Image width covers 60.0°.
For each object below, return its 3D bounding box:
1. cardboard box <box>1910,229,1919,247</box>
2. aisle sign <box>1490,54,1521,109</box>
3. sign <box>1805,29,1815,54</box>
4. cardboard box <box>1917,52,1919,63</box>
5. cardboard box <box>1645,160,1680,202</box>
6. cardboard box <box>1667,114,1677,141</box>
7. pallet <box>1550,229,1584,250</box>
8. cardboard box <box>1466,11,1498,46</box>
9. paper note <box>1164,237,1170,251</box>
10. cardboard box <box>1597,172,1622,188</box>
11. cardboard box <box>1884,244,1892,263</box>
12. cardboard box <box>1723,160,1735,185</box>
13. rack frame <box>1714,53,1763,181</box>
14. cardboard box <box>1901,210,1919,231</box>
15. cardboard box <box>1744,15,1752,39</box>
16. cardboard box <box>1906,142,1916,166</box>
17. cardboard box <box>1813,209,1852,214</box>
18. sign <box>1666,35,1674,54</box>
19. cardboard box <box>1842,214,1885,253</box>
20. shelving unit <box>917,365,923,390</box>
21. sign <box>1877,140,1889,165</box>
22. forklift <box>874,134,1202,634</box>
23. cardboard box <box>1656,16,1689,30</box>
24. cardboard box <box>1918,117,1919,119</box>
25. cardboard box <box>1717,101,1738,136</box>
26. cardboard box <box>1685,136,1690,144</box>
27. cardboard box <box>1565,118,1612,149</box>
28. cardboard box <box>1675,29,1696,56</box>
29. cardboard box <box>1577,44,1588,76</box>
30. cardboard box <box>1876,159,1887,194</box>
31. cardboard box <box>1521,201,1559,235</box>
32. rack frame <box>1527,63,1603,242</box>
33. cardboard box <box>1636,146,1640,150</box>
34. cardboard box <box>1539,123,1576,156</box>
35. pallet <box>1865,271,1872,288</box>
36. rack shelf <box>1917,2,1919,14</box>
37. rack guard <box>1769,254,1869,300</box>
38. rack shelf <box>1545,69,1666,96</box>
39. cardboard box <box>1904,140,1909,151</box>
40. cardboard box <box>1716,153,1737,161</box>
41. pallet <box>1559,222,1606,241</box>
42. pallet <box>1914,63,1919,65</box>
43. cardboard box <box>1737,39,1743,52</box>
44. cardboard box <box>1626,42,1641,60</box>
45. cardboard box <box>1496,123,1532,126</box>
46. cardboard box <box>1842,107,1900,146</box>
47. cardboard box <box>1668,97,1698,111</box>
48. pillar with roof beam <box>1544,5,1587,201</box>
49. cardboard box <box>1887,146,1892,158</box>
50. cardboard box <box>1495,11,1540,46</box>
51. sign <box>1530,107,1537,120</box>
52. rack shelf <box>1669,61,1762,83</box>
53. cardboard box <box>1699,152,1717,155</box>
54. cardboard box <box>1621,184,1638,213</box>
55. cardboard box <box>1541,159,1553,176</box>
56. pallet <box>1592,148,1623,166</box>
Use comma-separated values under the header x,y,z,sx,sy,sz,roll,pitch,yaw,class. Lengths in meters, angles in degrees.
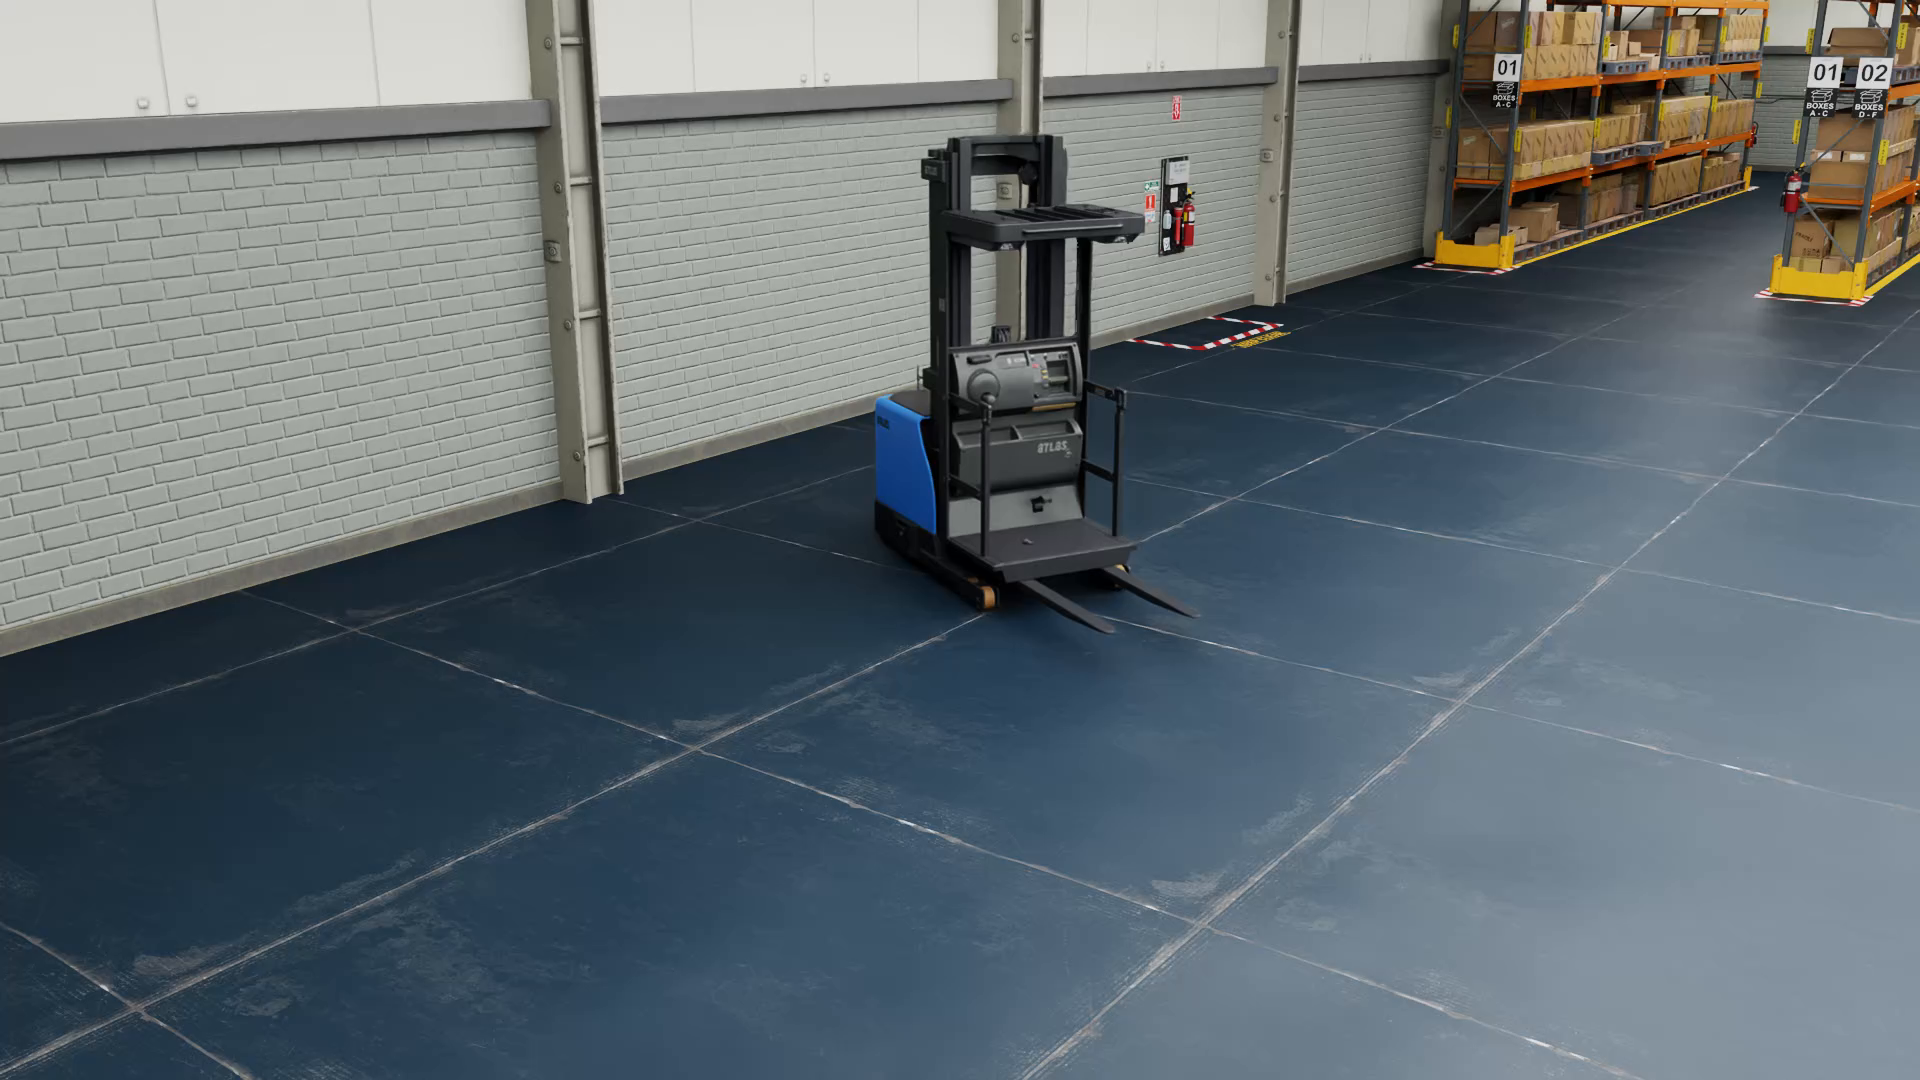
x,y,z,sx,sy,sz,roll,pitch,yaw,class
15.155,-4.898,26.887,0.500,0.250,0.500,13,22,36,cardboard box
8.244,-6.930,25.118,0.394,0.787,0.004,12,21,35,aisle sign
11.599,-6.801,22.669,0.100,0.325,0.005,12,21,35,sign
13.911,-7.081,24.410,0.380,0.149,0.250,12,21,35,cardboard box
13.883,-7.197,33.280,0.750,0.750,0.750,12,21,34,cardboard box
13.627,-8.057,32.427,0.500,0.500,0.500,13,22,36,cardboard box
10.057,-5.213,28.676,1.003,0.211,1.213,12,21,35,pallet
8.093,-7.875,25.598,0.500,0.500,0.500,14,22,37,cardboard box
2.529,-3.617,20.317,0.016,0.148,0.142,12,21,35,paper note
12.035,-6.733,31.076,0.500,0.250,0.500,13,21,36,cardboard box
13.717,-4.336,25.077,0.500,0.250,0.500,12,21,35,cardboard box
16.944,-8.273,37.332,0.700,0.500,0.500,12,21,35,cardboard box
17.579,-9.569,38.001,1.000,3.000,0.127,12,21,35,rack frame
15.159,-5.165,26.800,0.500,0.311,0.500,12,21,34,cardboard box
16.751,-11.071,35.891,0.500,0.500,0.500,11,21,32,cardboard box
15.194,-6.190,26.951,0.500,0.500,0.500,14,22,39,cardboard box
12.990,-4.670,24.887,0.500,0.500,0.500,12,21,35,cardboard box
13.247,-9.247,31.034,0.100,0.325,0.005,12,21,35,sign
13.109,-4.459,24.208,0.500,0.500,0.500,12,21,35,cardboard box
-0.184,-0.715,12.521,0.189,1.200,0.258,-8,19,-25,shelving unit
12.469,-5.236,22.453,0.100,0.325,0.005,12,21,35,sign
0.483,-1.088,10.806,1.130,2.935,3.031,-8,19,-25,forklift
14.249,-10.345,33.265,0.500,0.250,0.500,12,21,33,cardboard box
17.776,-7.392,30.112,0.500,0.500,0.700,-15,23,-40,cardboard box
16.397,-9.234,36.416,0.980,0.700,0.700,11,20,32,cardboard box
14.591,-8.138,33.782,0.380,0.149,0.250,12,21,35,cardboard box
11.099,-7.216,29.513,0.700,0.500,0.500,15,23,40,cardboard box
14.304,-9.973,33.332,0.700,0.500,0.500,12,21,34,cardboard box
10.015,-7.919,27.426,0.500,0.500,0.500,10,20,30,cardboard box
12.924,-5.284,24.033,0.700,0.500,0.500,13,21,35,cardboard box
9.843,-5.473,28.284,0.500,0.500,0.500,11,20,31,cardboard box
10.429,-6.711,28.798,1.000,3.000,0.127,12,21,35,rack frame
13.195,-7.591,32.020,0.380,0.149,0.250,12,21,34,cardboard box
9.794,-6.602,27.401,0.500,0.500,0.500,12,21,33,cardboard box
12.448,-3.742,23.938,1.003,0.211,1.213,12,21,35,pallet
17.985,-9.596,29.860,1.077,0.370,4.000,12,21,35,rack shelf
12.012,-3.685,23.266,1.175,0.500,0.348,12,21,35,rack guard
11.621,-8.277,29.993,1.077,0.370,4.000,12,21,35,rack shelf
14.117,-5.970,25.149,0.380,0.149,0.250,12,21,33,cardboard box
17.161,-8.578,37.221,0.380,0.149,0.250,13,22,36,cardboard box
10.892,-5.565,29.809,1.003,0.211,1.213,12,21,35,pallet
13.922,-7.019,24.881,1.003,0.211,1.213,12,21,35,pallet
16.434,-10.586,35.594,0.500,0.250,0.500,12,21,33,cardboard box
11.966,-8.863,30.461,0.797,0.503,0.637,16,24,42,cardboard box
9.068,-6.566,27.286,0.500,0.500,0.500,13,21,35,cardboard box
13.253,-6.039,24.276,0.700,0.500,0.500,12,21,35,cardboard box
14.507,-8.776,33.479,0.500,0.250,0.500,13,21,36,cardboard box
14.801,-9.612,28.021,9.100,9.000,0.400,12,21,35,pillar with roof beam
13.199,-5.604,23.970,0.380,0.149,0.250,12,21,34,cardboard box
8.470,-7.775,25.276,0.500,0.500,0.500,11,20,31,cardboard box
9.981,-7.361,28.939,0.100,0.325,0.005,12,21,35,sign
16.388,-10.182,36.129,1.077,0.370,4.000,12,21,35,rack shelf
16.855,-8.646,37.440,0.380,0.149,0.250,12,21,35,cardboard box
12.425,-6.500,31.589,0.700,0.500,0.500,13,21,35,cardboard box
9.198,-6.003,26.736,0.500,0.250,0.500,12,21,34,cardboard box
11.001,-6.776,29.329,1.003,0.211,1.213,12,21,35,pallet
